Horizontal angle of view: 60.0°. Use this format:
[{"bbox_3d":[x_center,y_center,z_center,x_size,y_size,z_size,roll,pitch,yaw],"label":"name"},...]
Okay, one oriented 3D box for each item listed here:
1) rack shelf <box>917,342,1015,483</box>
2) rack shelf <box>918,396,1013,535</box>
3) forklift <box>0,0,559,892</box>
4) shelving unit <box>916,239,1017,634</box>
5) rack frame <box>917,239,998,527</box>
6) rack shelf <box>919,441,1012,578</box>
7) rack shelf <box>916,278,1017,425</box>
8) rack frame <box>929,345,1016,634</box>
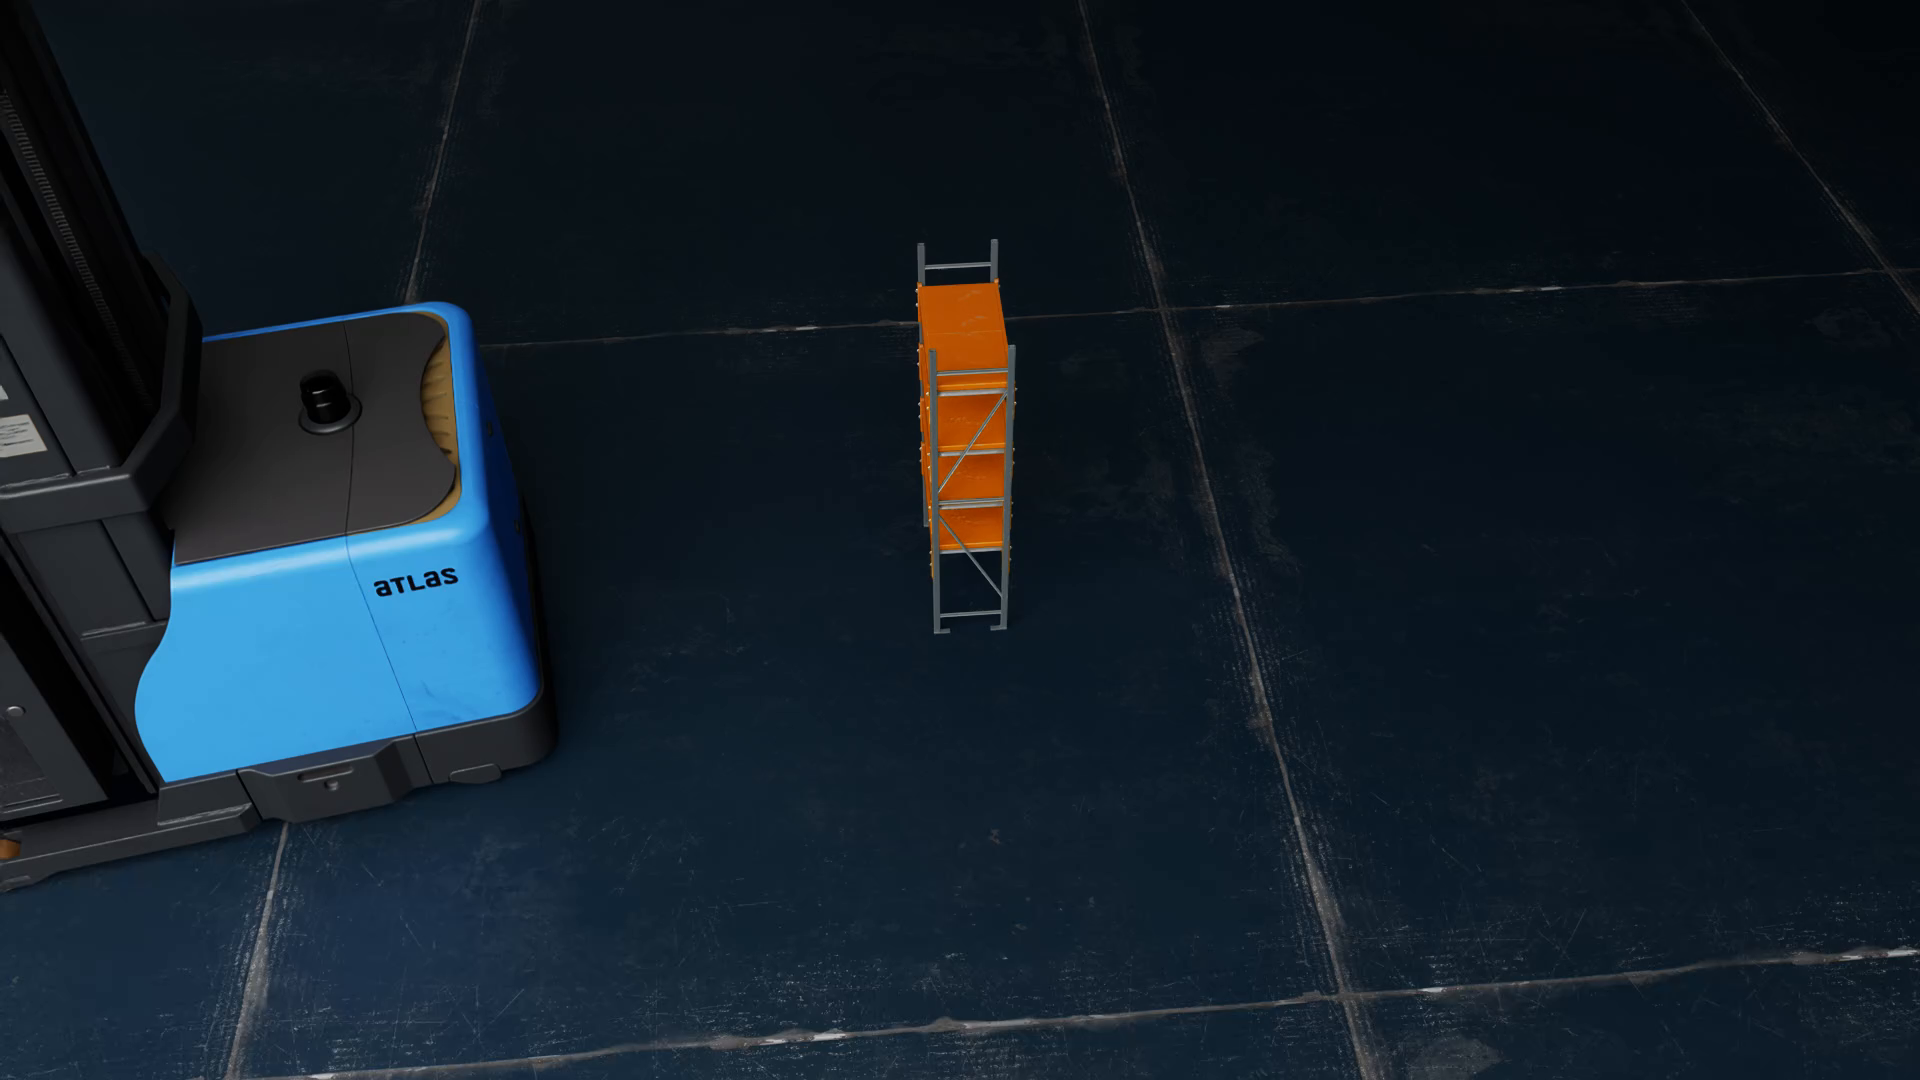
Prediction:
[{"bbox_3d":[0.014,-0.400,5.087,0.258,0.148,0.480,-3,47,-3],"label":"rack shelf"},{"bbox_3d":[0.014,-0.247,5.250,0.258,0.148,0.480,-3,47,-3],"label":"rack shelf"},{"bbox_3d":[-2.803,-0.386,4.097,3.031,2.935,1.130,-11,48,-10],"label":"forklift"},{"bbox_3d":[0.014,-0.293,5.201,0.258,1.200,0.503,-3,47,-3],"label":"shelving unit"},{"bbox_3d":[-0.007,-0.469,5.368,0.240,1.200,0.015,-3,47,-3],"label":"rack frame"},{"bbox_3d":[0.014,-0.110,5.394,0.258,0.148,0.480,-3,47,-3],"label":"rack shelf"},{"bbox_3d":[0.014,-0.563,4.916,0.258,0.148,0.480,-3,47,-3],"label":"rack shelf"},{"bbox_3d":[0.034,-0.116,5.034,0.240,1.200,0.015,-3,47,-3],"label":"rack frame"}]
